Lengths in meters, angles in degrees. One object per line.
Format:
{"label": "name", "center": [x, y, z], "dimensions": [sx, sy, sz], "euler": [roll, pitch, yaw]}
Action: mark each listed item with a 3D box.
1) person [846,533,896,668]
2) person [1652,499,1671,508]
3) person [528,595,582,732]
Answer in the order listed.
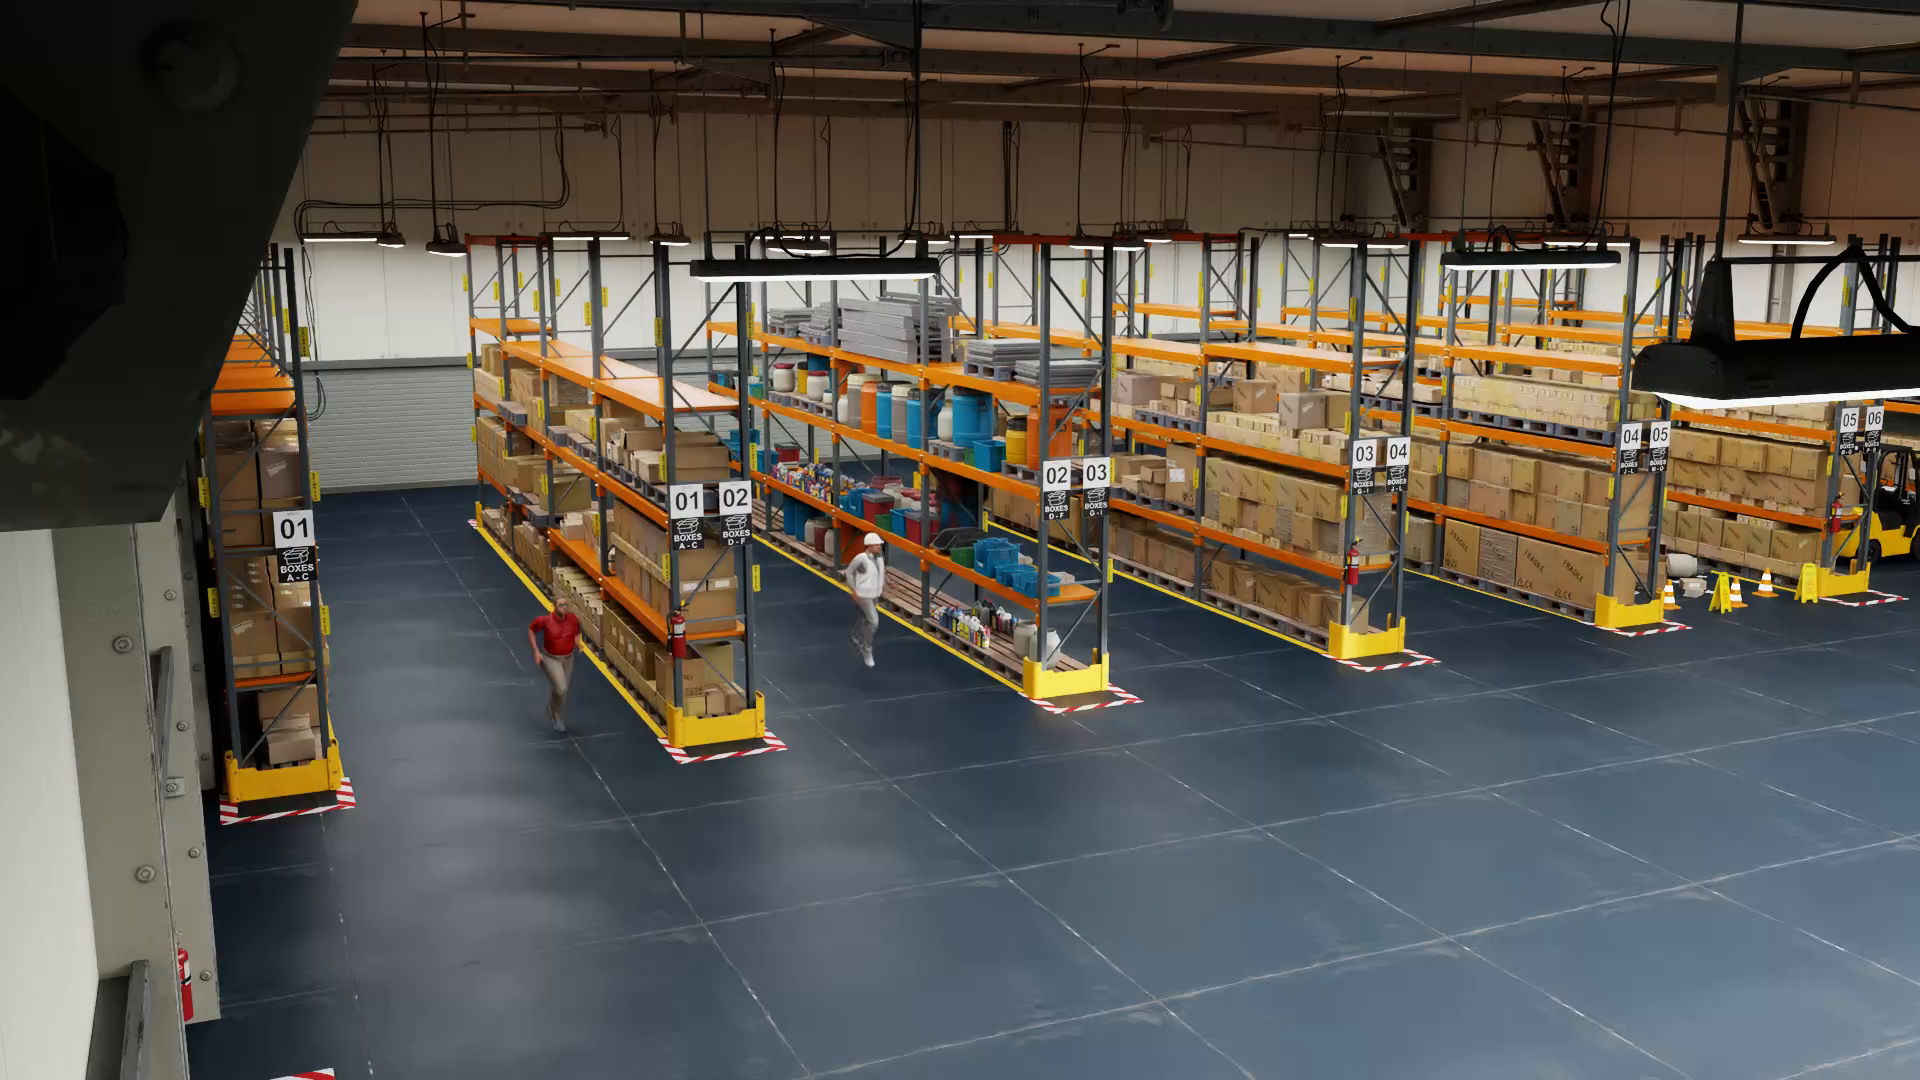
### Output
{"label": "person", "center": [-1.260, 0.814, 23.011], "dimensions": [0.807, 1.872, 0.585], "euler": [7, 13, 34]}
{"label": "person", "center": [14.430, -1.007, 33.782], "dimensions": [0.659, 1.737, 0.822], "euler": [-7, 13, -31]}
{"label": "person", "center": [-5.026, 1.543, 20.821], "dimensions": [0.605, 1.756, 0.820], "euler": [-10, 15, -43]}
